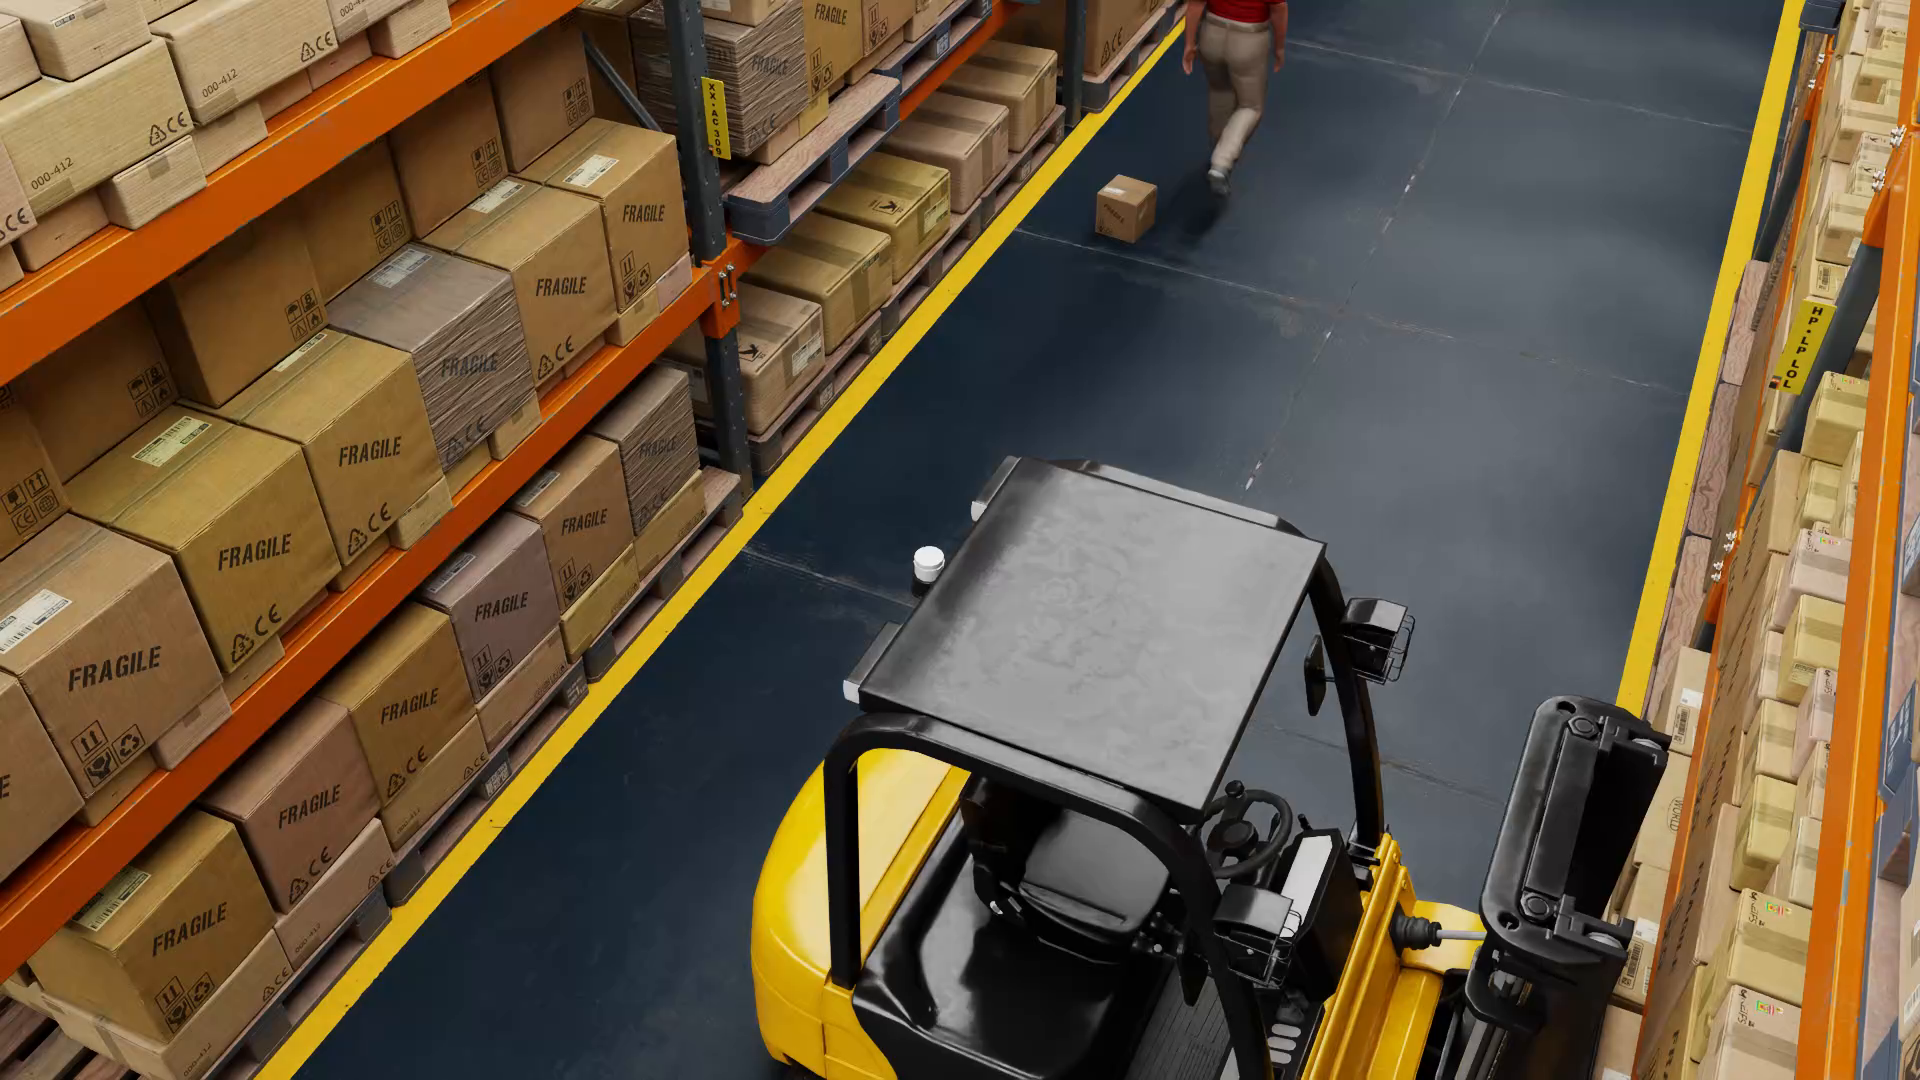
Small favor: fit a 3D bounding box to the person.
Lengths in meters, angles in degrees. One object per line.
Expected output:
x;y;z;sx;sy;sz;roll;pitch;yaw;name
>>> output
1.531;-2.764;9.267;0.546;1.685;0.881;20;45;21;person
